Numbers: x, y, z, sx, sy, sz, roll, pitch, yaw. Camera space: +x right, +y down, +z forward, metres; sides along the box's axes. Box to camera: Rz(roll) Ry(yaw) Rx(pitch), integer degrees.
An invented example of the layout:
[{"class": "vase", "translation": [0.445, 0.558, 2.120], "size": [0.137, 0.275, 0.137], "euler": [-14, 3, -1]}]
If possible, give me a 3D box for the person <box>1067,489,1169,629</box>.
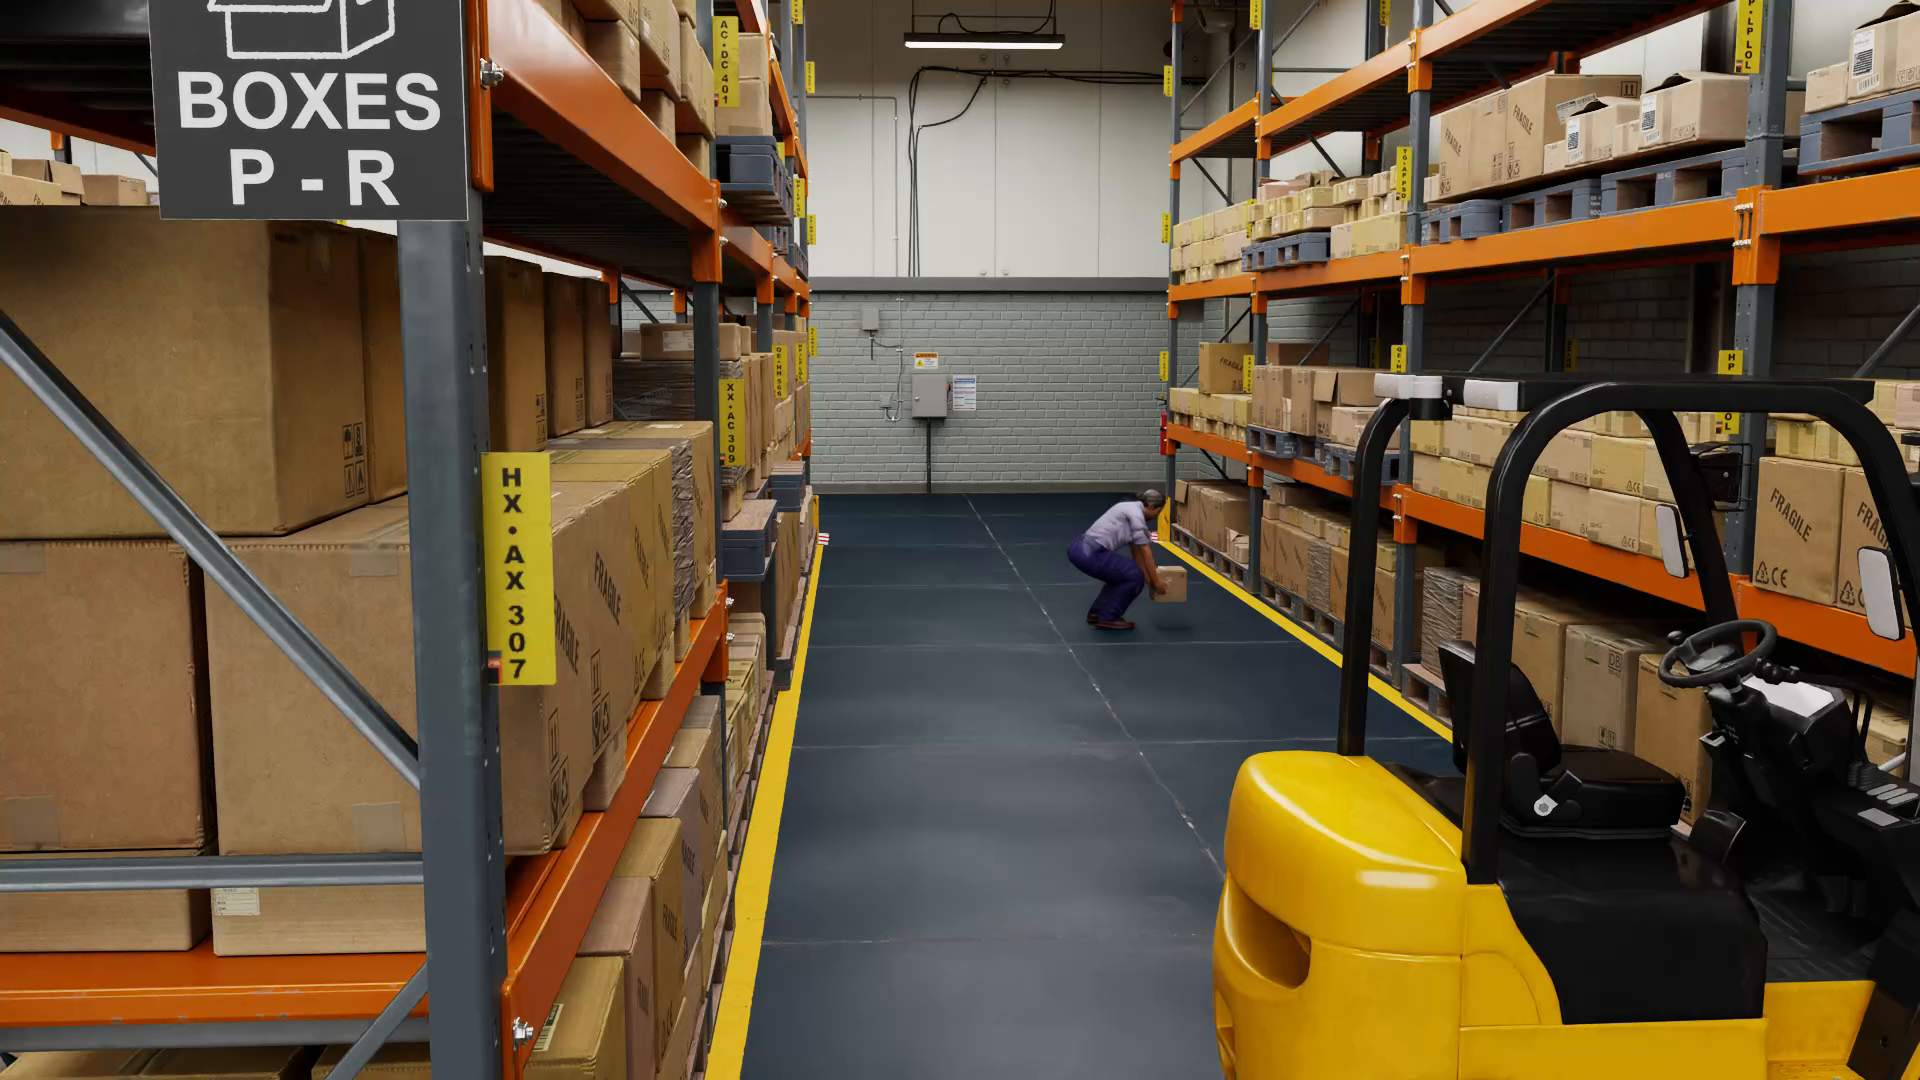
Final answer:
[{"class": "person", "translation": [1.227, 0.141, 13.046], "size": [0.773, 1.076, 0.530], "euler": [0, 7, -4]}]
